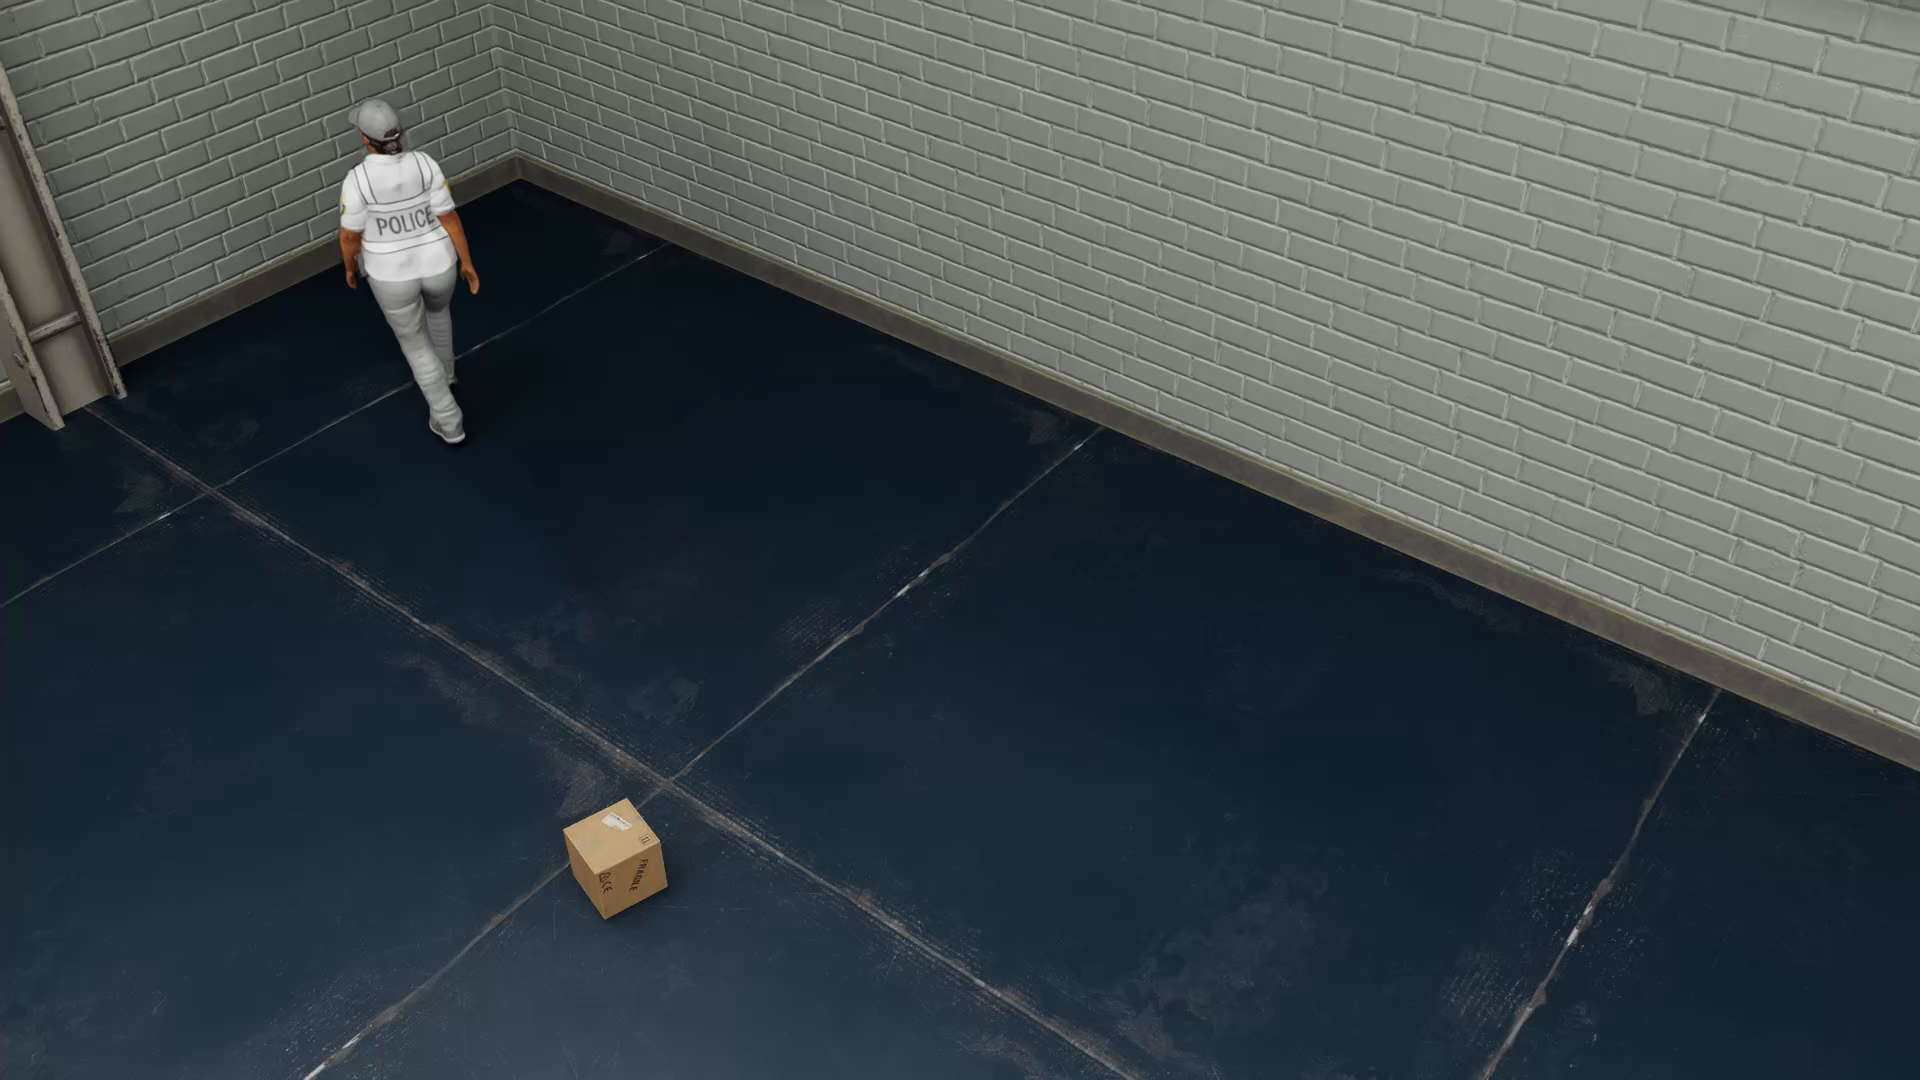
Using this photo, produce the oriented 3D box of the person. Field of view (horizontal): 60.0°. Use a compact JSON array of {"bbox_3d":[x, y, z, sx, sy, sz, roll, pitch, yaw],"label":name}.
[{"bbox_3d":[-2.573,-1.253,7.715,0.523,1.711,0.702,-27,46,-29],"label":"person"}]
